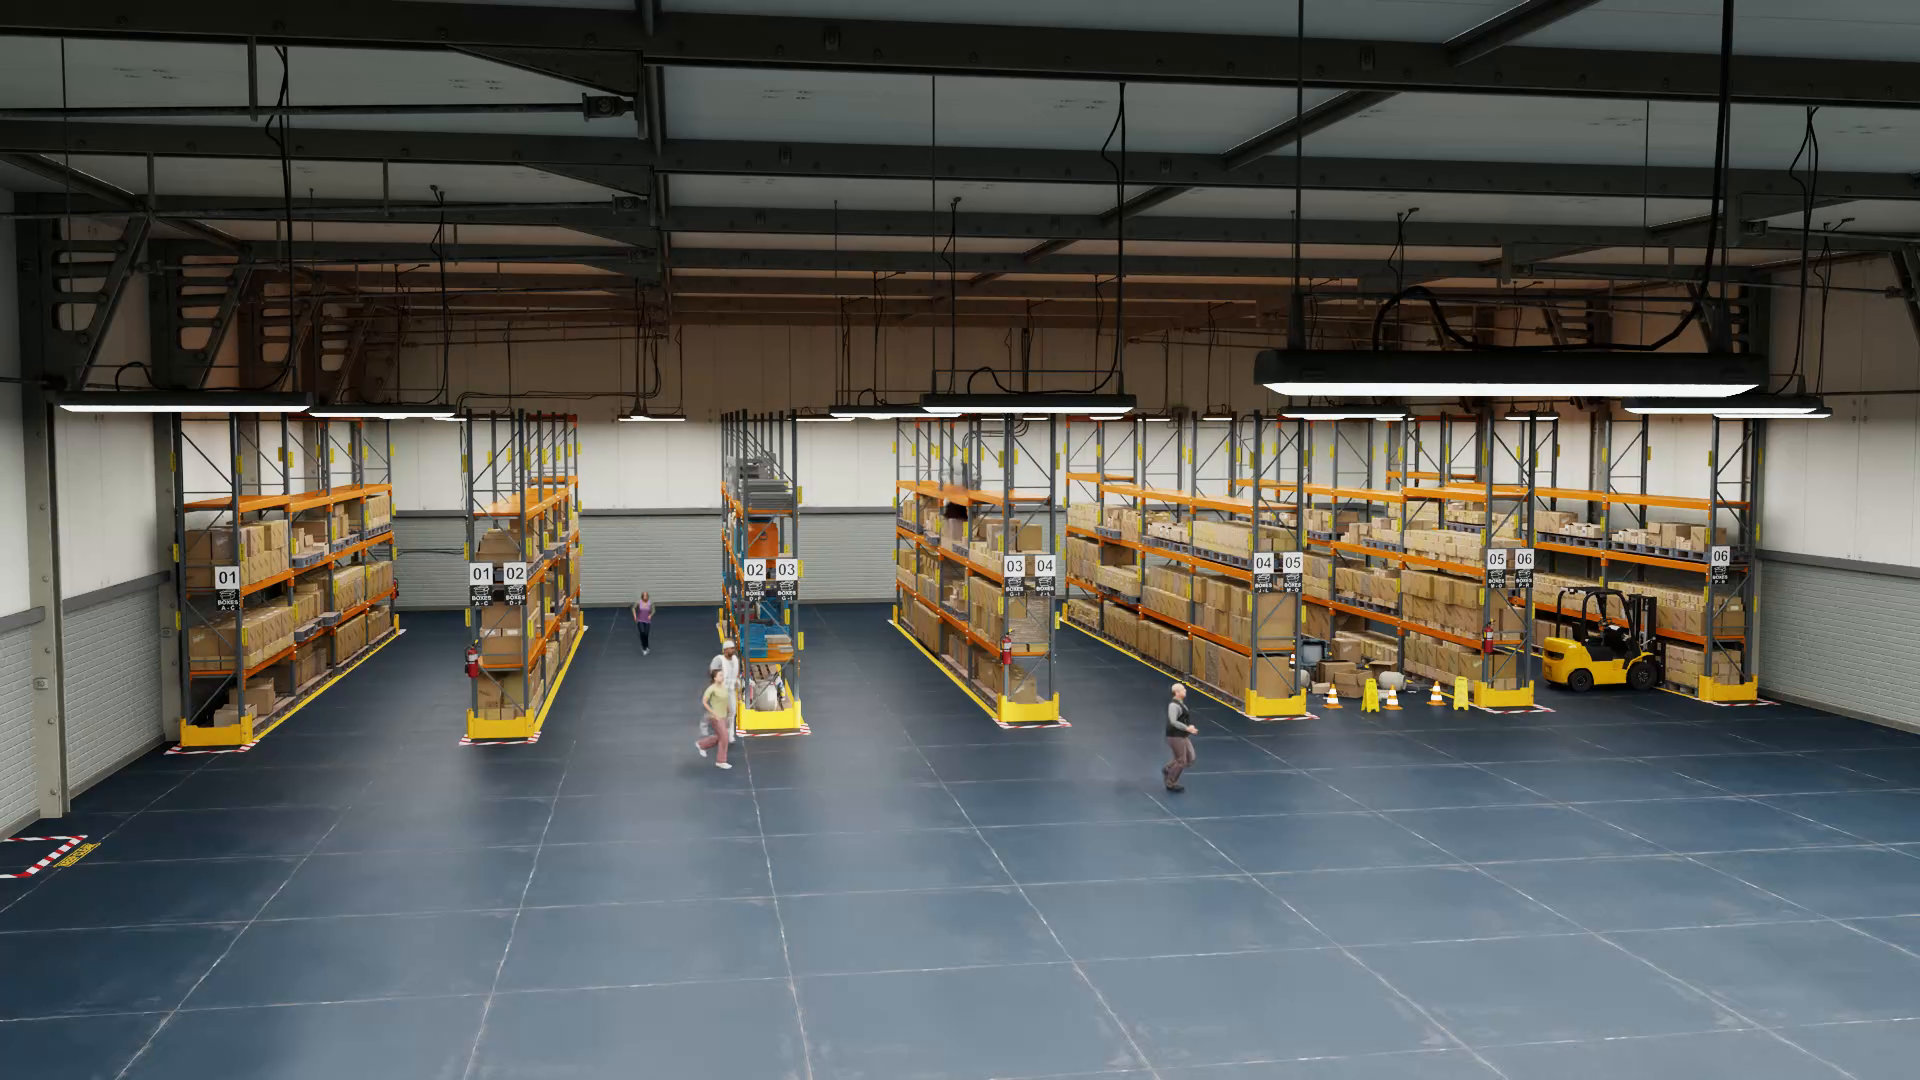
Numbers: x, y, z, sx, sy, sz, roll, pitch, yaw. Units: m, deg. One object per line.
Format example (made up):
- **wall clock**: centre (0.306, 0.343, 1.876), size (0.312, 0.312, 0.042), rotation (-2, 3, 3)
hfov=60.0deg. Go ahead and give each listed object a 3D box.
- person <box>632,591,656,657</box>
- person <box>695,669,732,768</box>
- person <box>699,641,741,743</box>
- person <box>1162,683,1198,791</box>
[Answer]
- **person**: centre (-7.832, 2.065, 41.254), size (0.556, 1.593, 0.803), rotation (-1, 4, -18)
- **person**: centre (-4.126, 2.968, 27.799), size (0.712, 1.668, 0.584), rotation (2, 4, 25)
- **person**: centre (-4.243, 2.723, 30.166), size (0.850, 1.804, 0.753), rotation (4, 6, 45)
- **person**: centre (3.428, 3.067, 25.936), size (0.591, 1.675, 0.687), rotation (1, 4, 18)
